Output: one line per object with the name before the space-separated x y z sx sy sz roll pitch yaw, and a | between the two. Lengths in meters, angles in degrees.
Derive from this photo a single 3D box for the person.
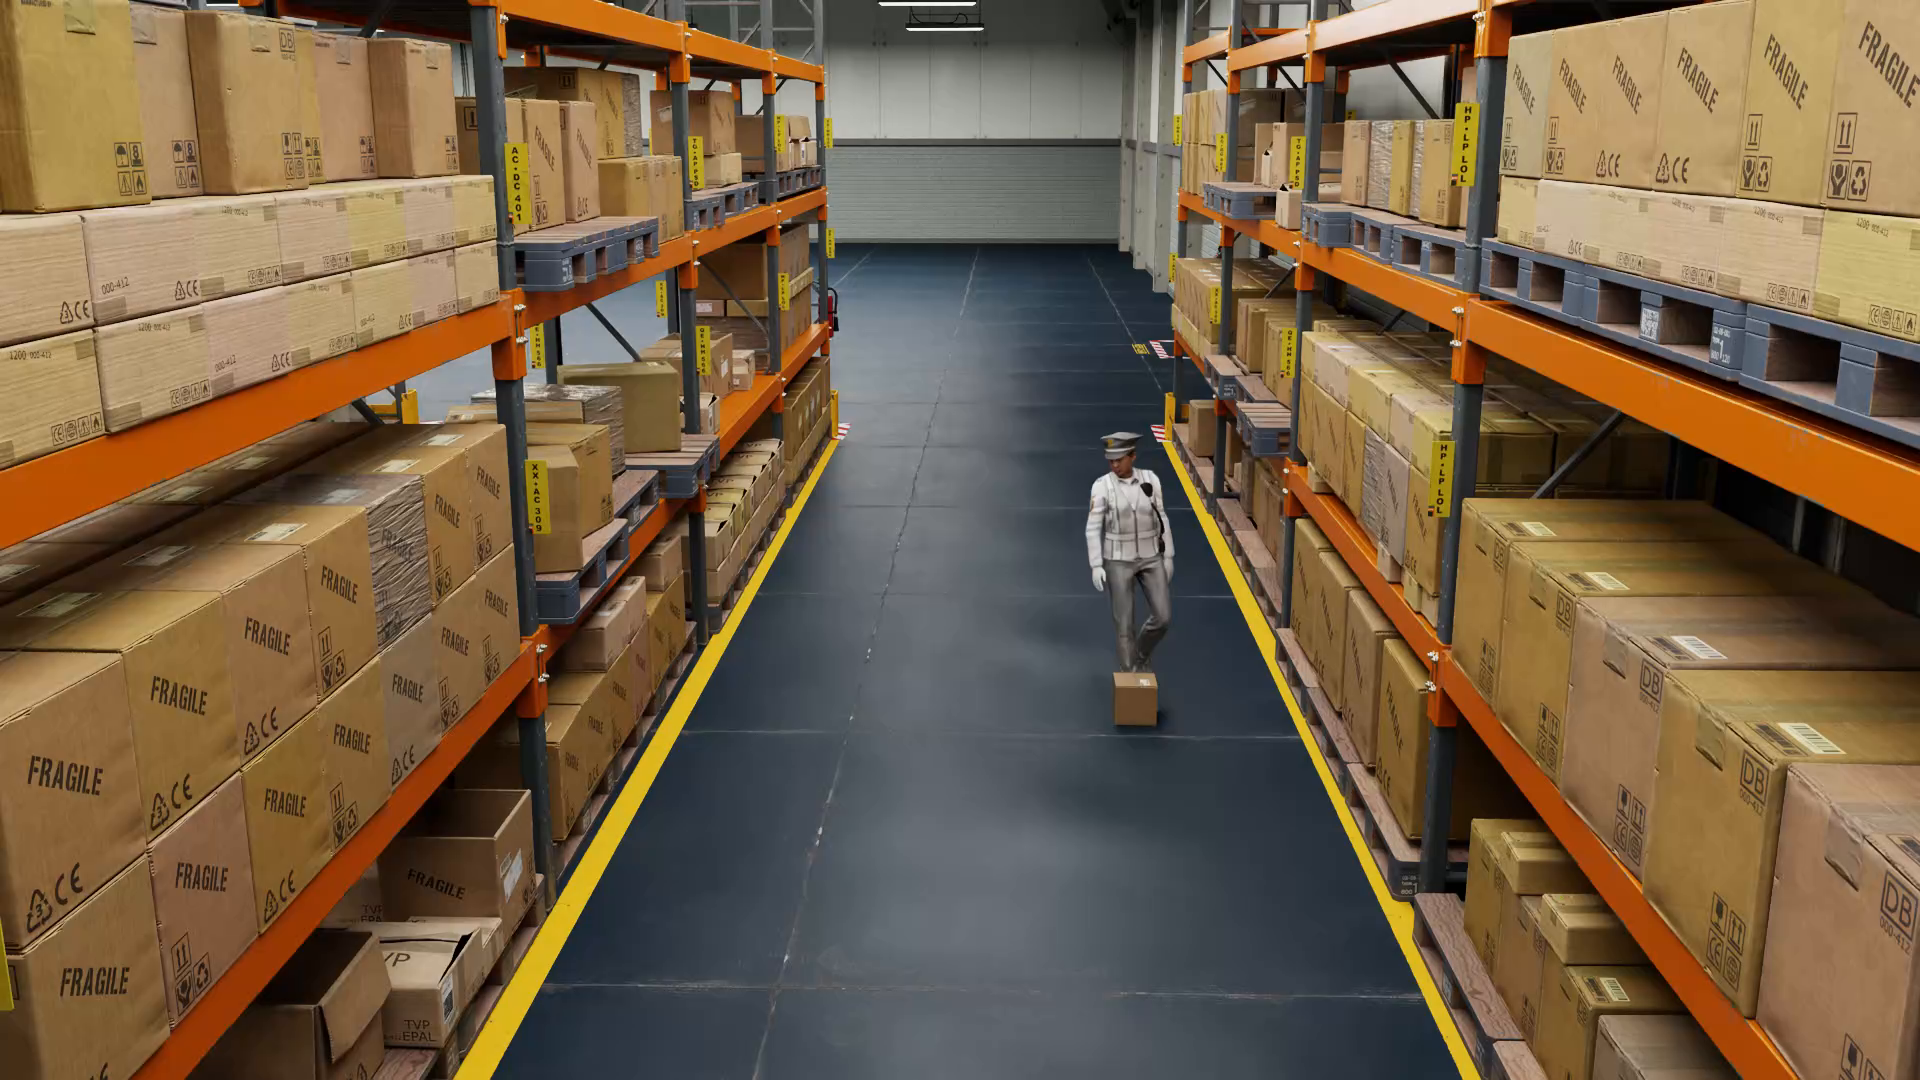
person | 1.072 0.173 10.269 0.558 1.674 0.518 -2 14 -9
